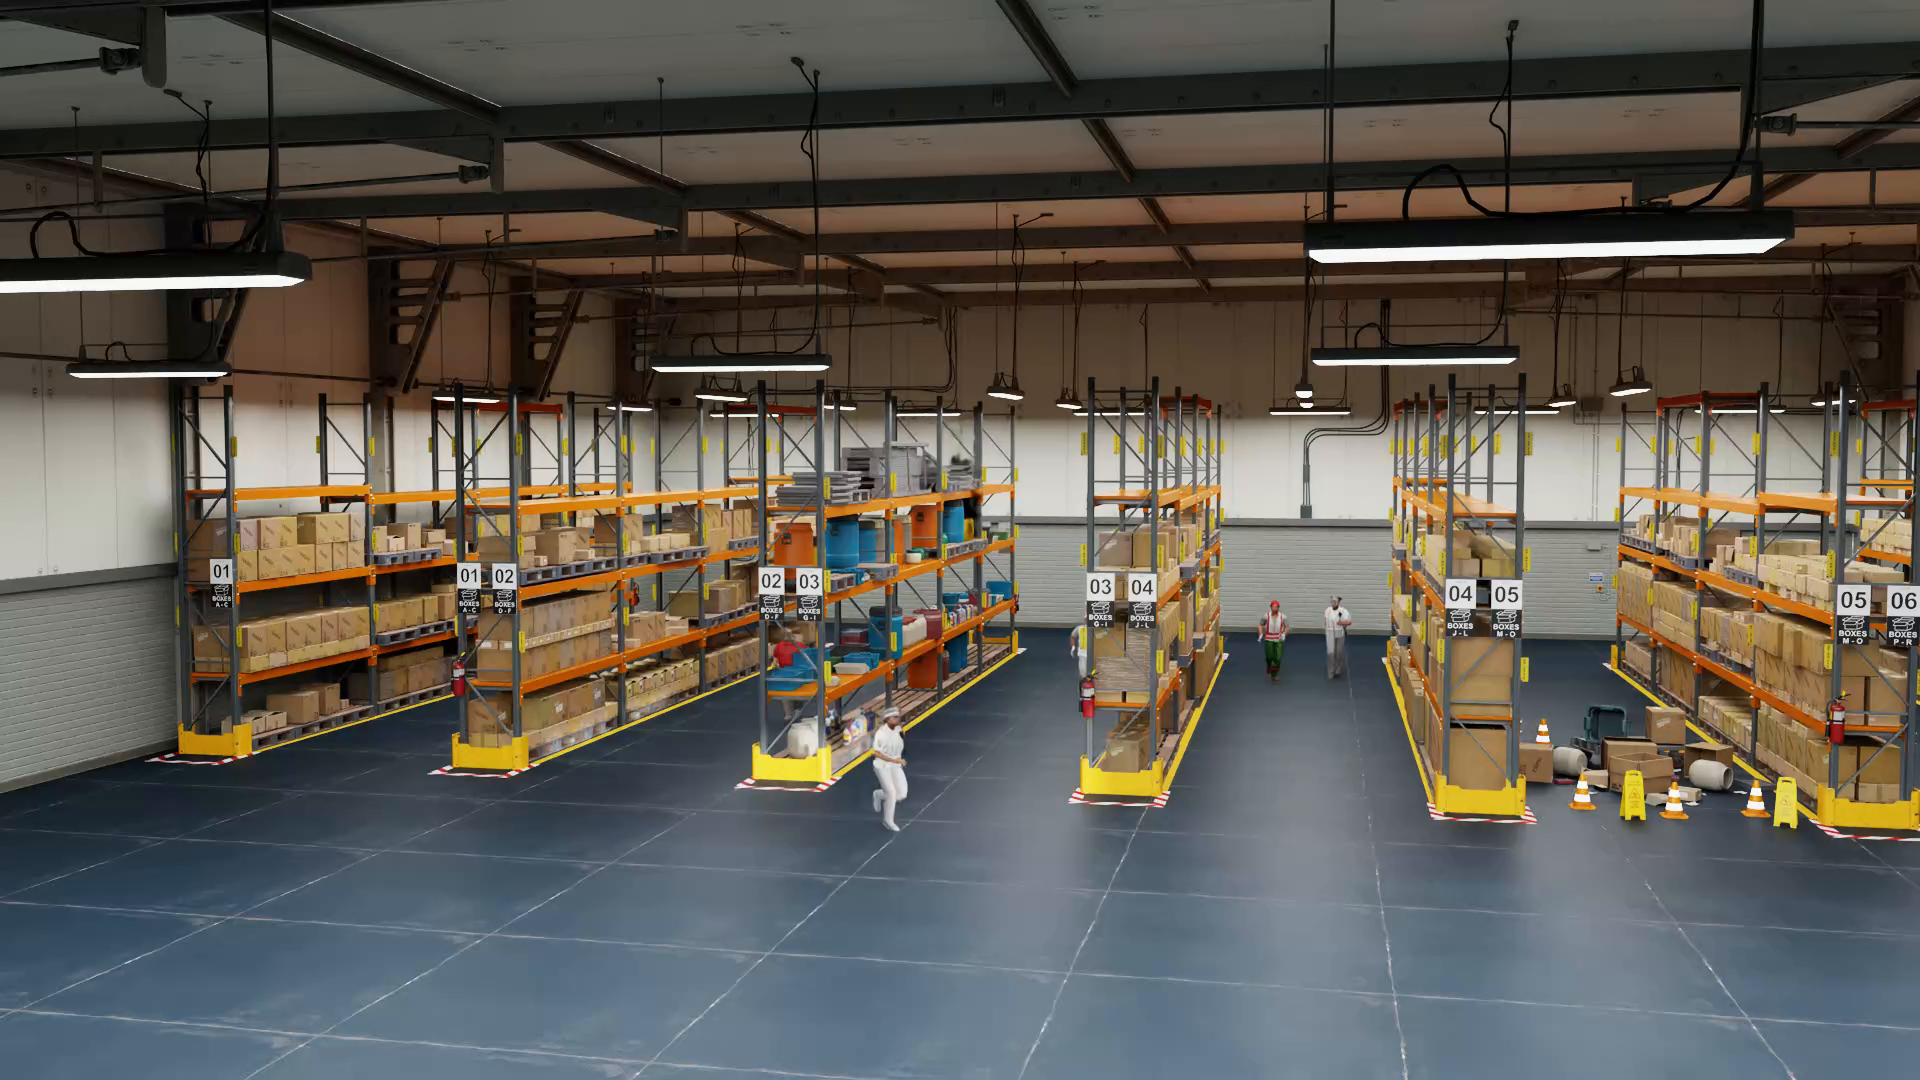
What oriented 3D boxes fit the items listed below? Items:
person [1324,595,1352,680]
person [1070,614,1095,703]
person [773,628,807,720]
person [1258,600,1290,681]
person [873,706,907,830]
[{"bbox_3d":[8.181,2.105,36.081,0.635,1.831,0.853,1,3,20],"label":"person"},{"bbox_3d":[2.499,2.297,32.443,0.655,1.795,0.712,0,3,-1],"label":"person"},{"bbox_3d":[-3.130,2.456,30.296,0.650,1.688,0.602,1,3,12],"label":"person"},{"bbox_3d":[6.711,2.151,35.549,0.661,1.734,0.634,0,3,8],"label":"person"},{"bbox_3d":[-0.887,2.975,21.761,0.618,1.640,0.614,3,4,40],"label":"person"}]
